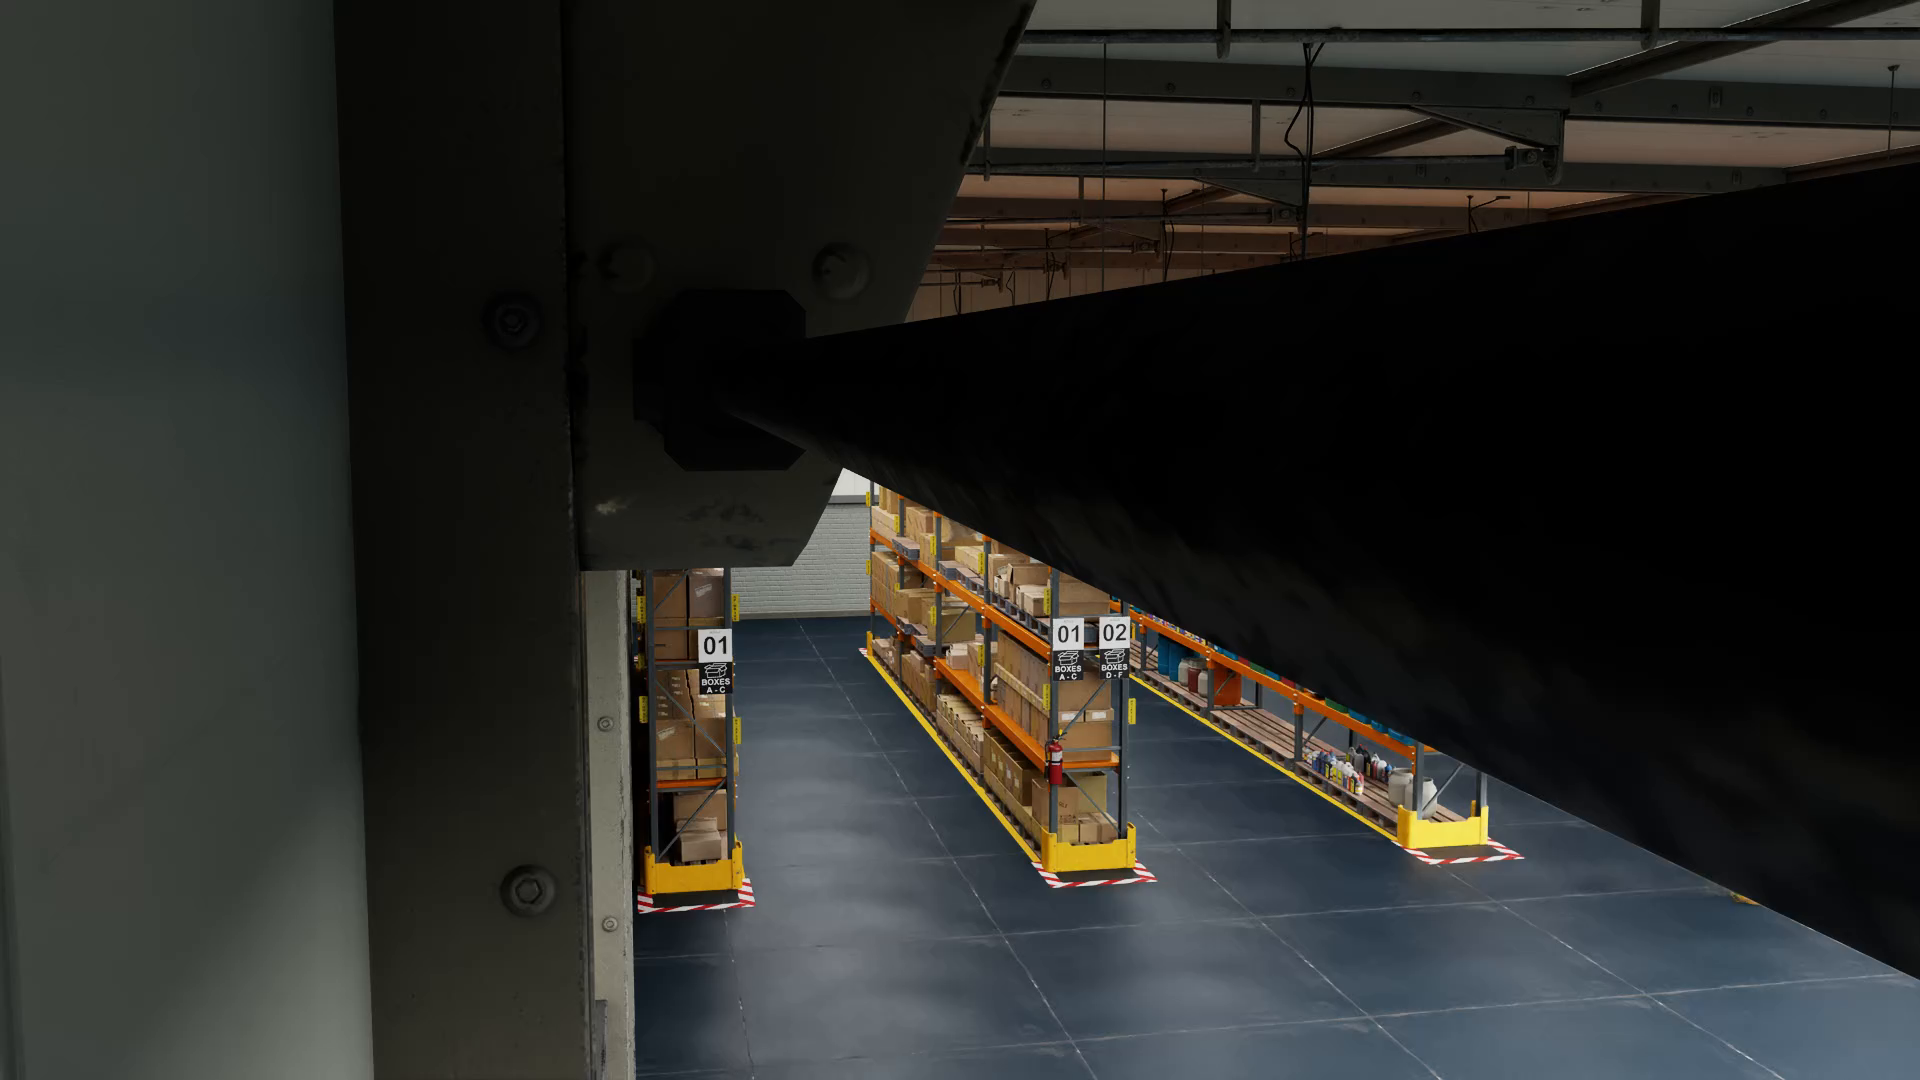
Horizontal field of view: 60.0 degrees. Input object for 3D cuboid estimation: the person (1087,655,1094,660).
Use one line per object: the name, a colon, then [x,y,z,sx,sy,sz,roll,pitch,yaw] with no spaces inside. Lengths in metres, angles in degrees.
person: [2.259,2.246,30.731,0.672,1.831,0.775,-3,7,-24]

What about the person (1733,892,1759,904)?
person: [9.379,3.419,19.562,0.563,1.749,0.669,2,6,20]
